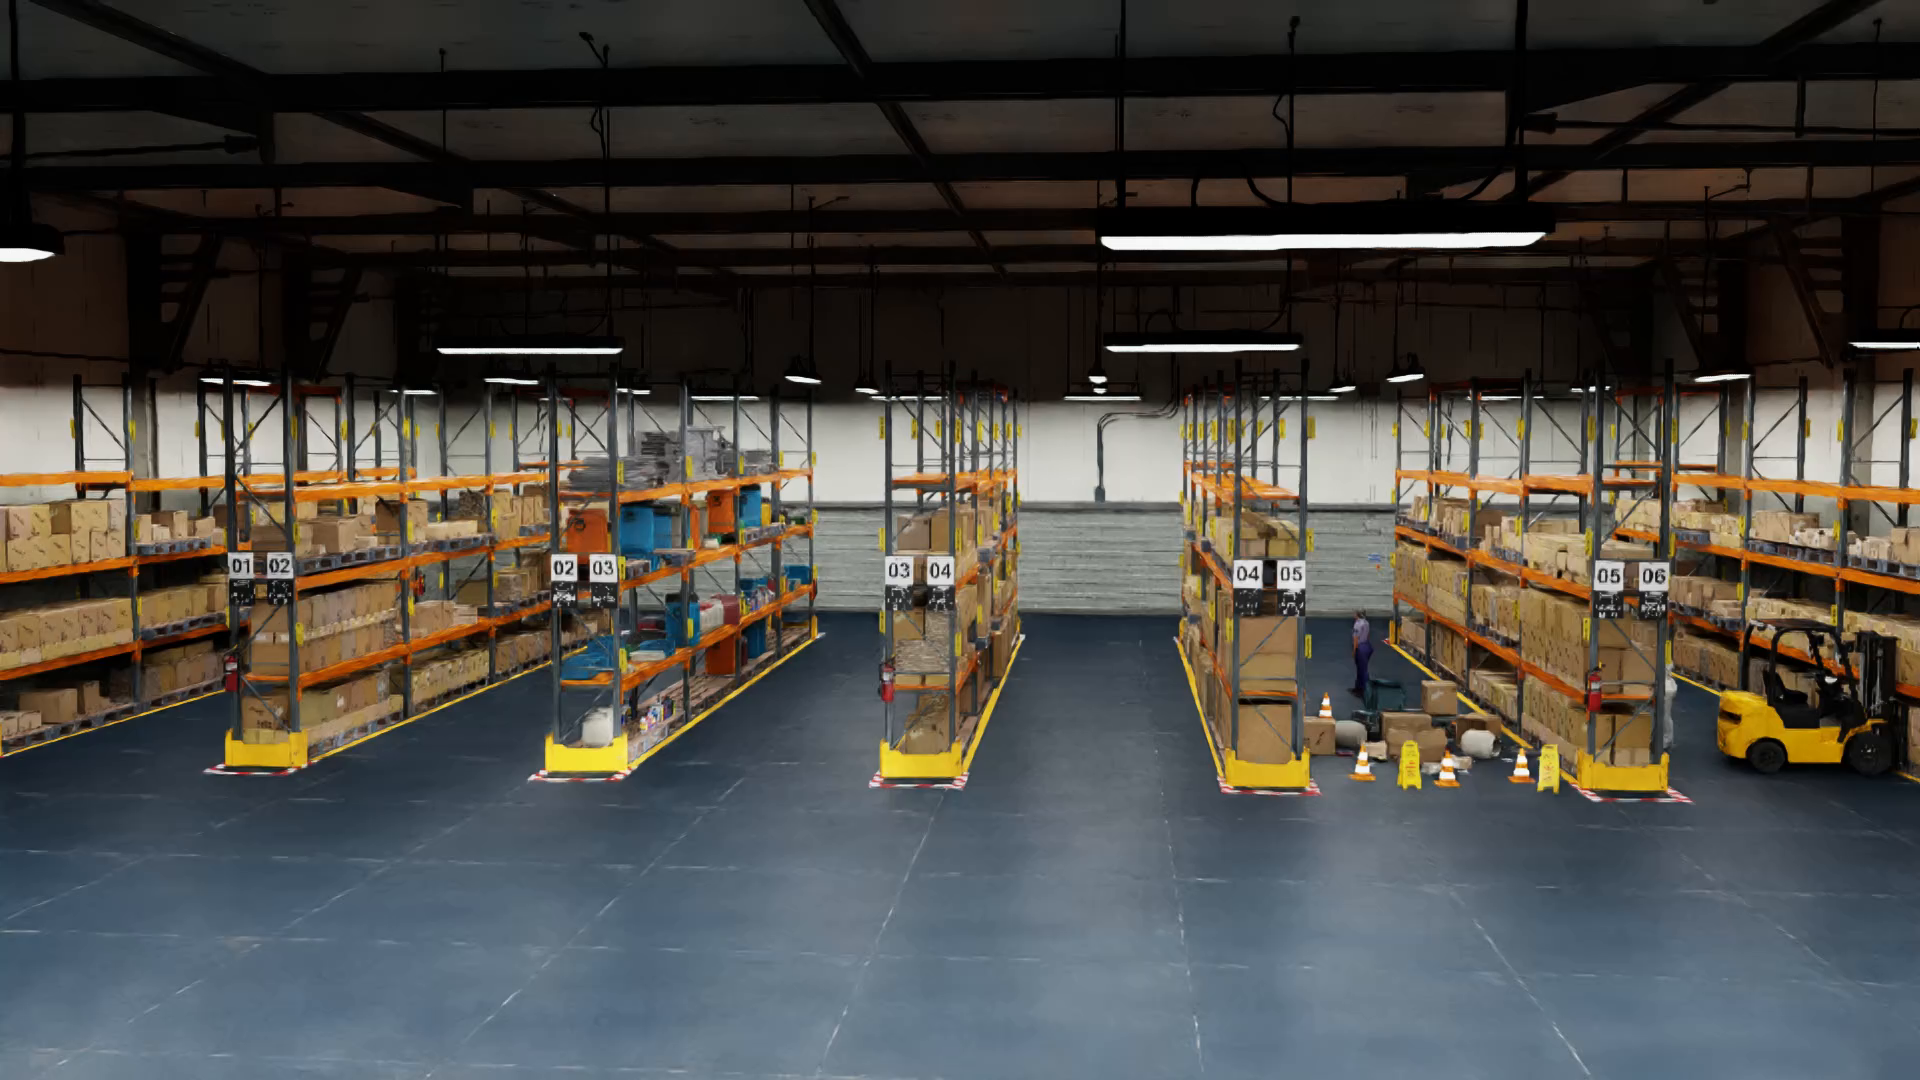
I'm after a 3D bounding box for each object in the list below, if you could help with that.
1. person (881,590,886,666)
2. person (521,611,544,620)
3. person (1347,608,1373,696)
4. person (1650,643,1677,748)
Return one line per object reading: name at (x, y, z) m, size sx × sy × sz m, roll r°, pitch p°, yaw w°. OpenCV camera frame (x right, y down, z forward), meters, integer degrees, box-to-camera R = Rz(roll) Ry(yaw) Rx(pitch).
person at (-1.509, 1.854, 35.144) m, size 0.414 × 1.675 × 0.517 m, roll -2°, pitch 4°, yaw -25°
person at (-11.113, 1.270, 43.405) m, size 0.740 × 1.758 × 0.526 m, roll -3°, pitch 5°, yaw -37°
person at (7.562, 2.100, 31.483) m, size 0.556 × 1.644 × 0.597 m, roll 2°, pitch 5°, yaw 34°
person at (11.098, 2.428, 26.373) m, size 0.554 × 1.659 × 0.599 m, roll 3°, pitch 5°, yaw 38°
